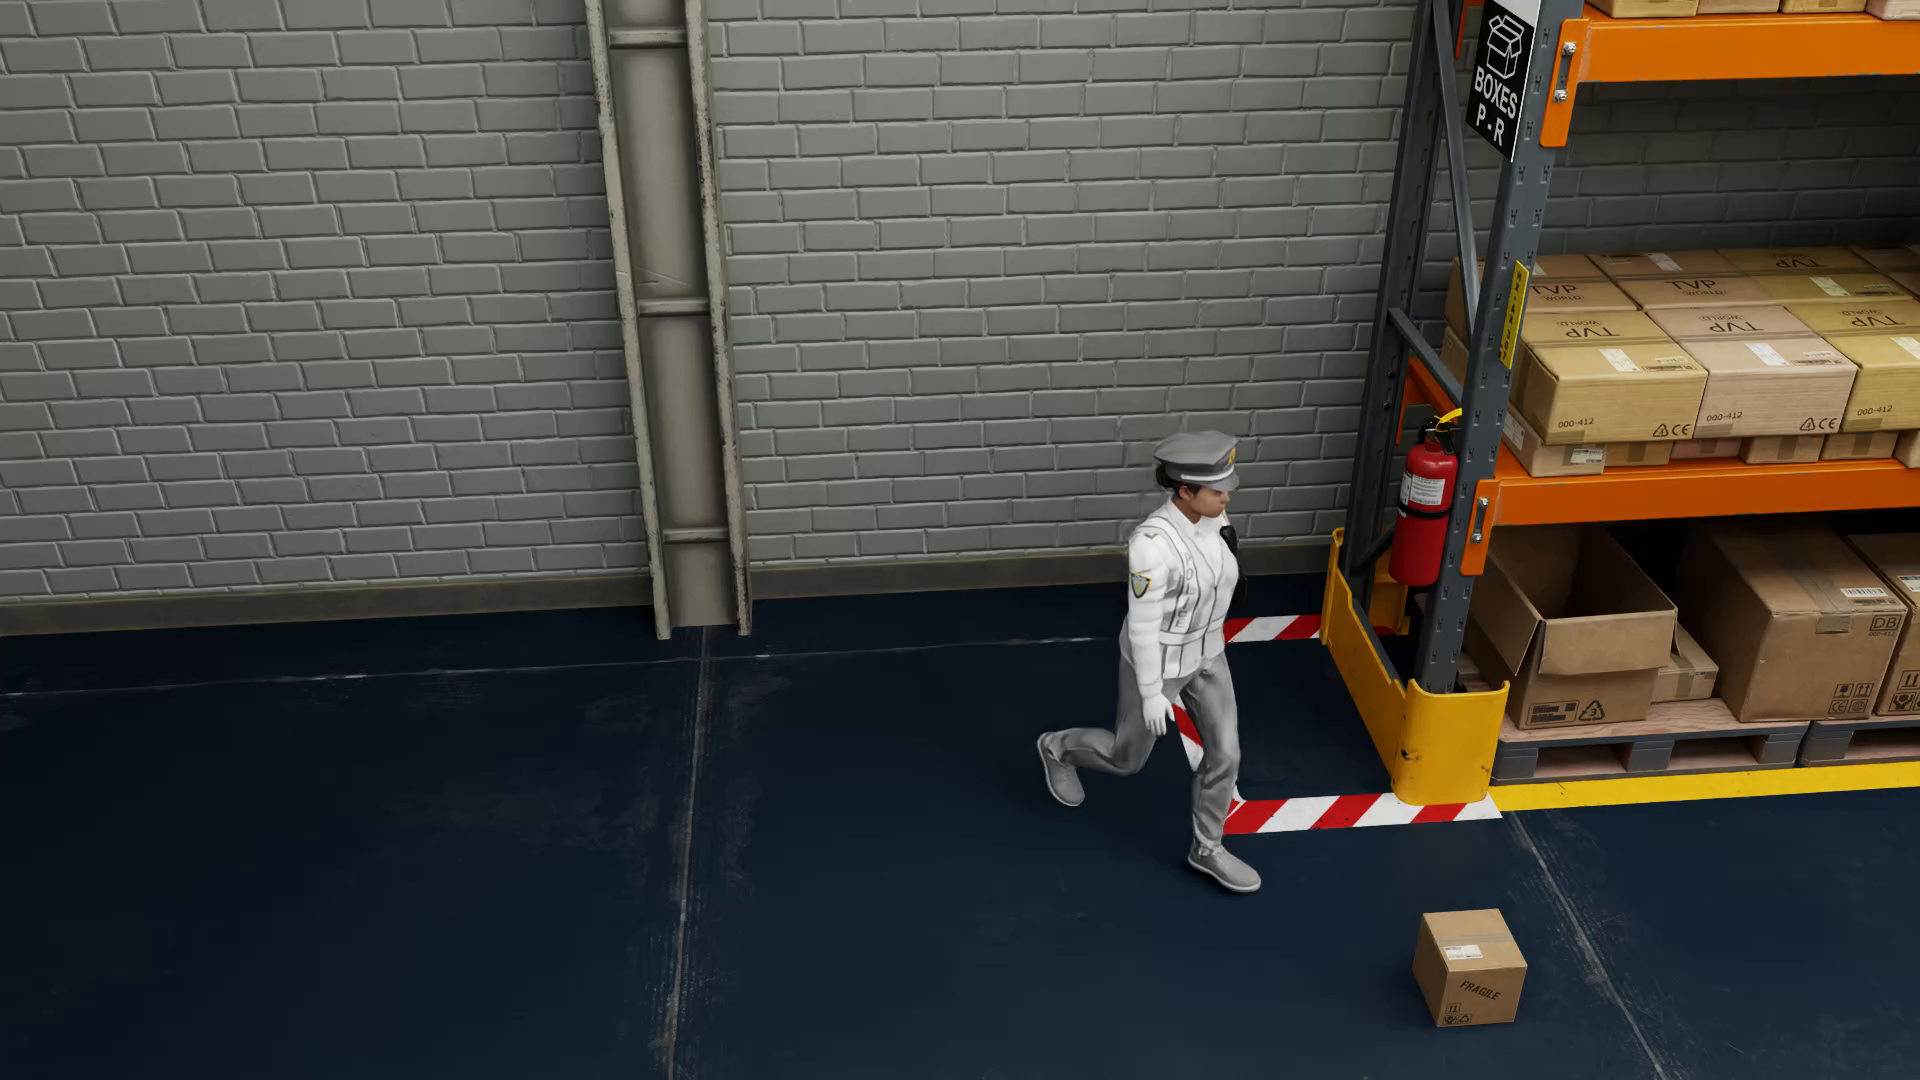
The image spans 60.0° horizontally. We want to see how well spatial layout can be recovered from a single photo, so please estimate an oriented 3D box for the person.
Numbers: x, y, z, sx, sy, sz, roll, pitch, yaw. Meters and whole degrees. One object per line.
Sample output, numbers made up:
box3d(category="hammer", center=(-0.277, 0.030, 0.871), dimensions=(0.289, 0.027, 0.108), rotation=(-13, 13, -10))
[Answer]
box3d(category="person", center=(13.179, 0.750, 0.819), dimensions=(13.588, 5.839, 23.820), rotation=(-25, 39, -35))
